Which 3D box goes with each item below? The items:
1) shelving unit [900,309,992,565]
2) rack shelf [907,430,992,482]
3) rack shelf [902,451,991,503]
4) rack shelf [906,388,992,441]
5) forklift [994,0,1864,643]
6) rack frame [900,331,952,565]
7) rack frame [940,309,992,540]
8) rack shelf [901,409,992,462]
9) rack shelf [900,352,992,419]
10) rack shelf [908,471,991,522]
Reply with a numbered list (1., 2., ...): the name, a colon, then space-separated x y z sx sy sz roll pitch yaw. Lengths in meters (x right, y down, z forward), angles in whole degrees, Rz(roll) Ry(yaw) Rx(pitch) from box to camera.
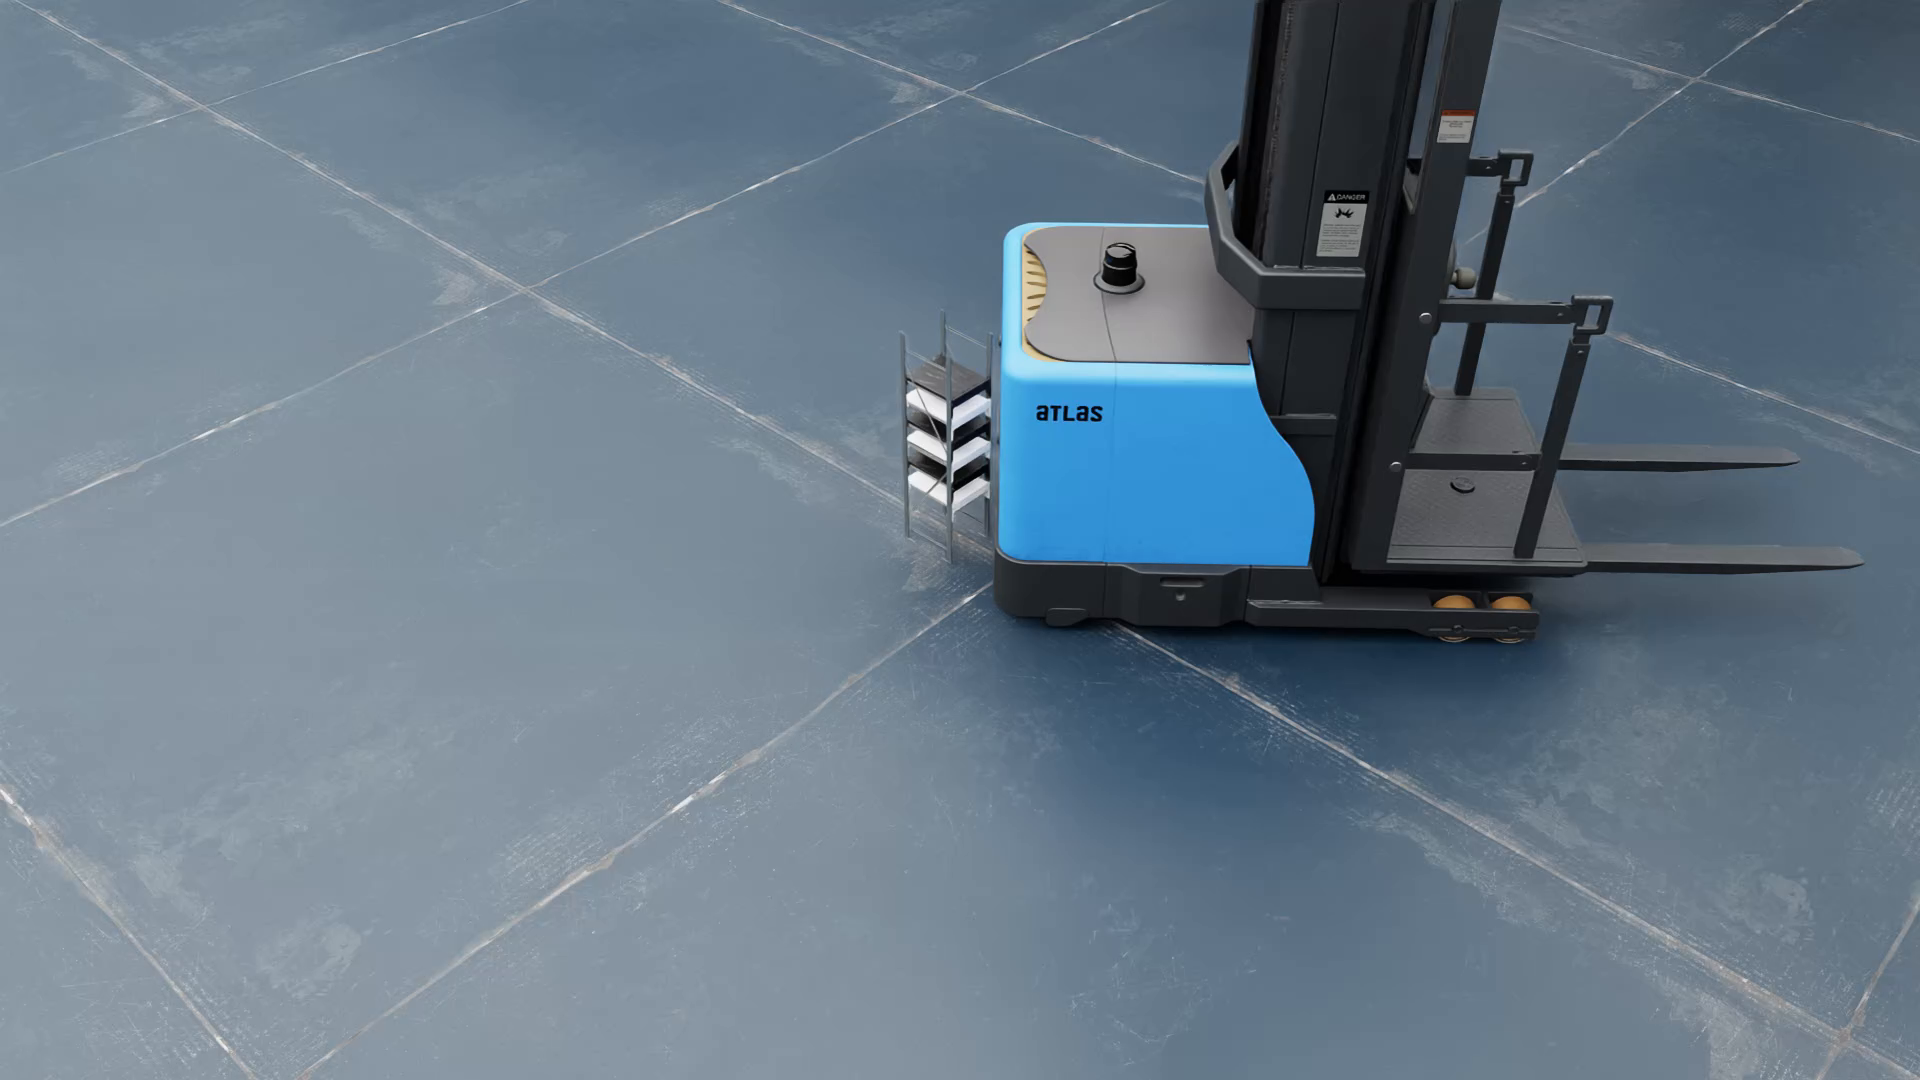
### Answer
1. shelving unit: -0.049 -0.358 5.977 0.258 0.900 0.210 30 47 32
2. rack shelf: -0.049 -0.332 5.998 0.258 0.077 0.200 30 47 32
3. rack shelf: -0.049 -0.262 6.054 0.258 0.077 0.200 30 47 32
4. rack shelf: -0.049 -0.473 5.886 0.258 0.077 0.200 30 47 32
5. forklift: 1.647 -1.125 5.310 3.031 2.935 1.130 1 39 1
6. rack frame: -0.118 -0.312 5.919 0.240 0.900 0.006 30 47 32
7. rack frame: 0.021 -0.404 6.036 0.240 0.900 0.006 30 47 32
8. rack shelf: -0.049 -0.403 5.942 0.258 0.077 0.200 30 47 32
9. rack shelf: -0.049 -0.544 5.830 0.258 0.077 0.200 30 47 32
10. rack shelf: -0.049 -0.191 6.110 0.258 0.077 0.200 30 47 32
